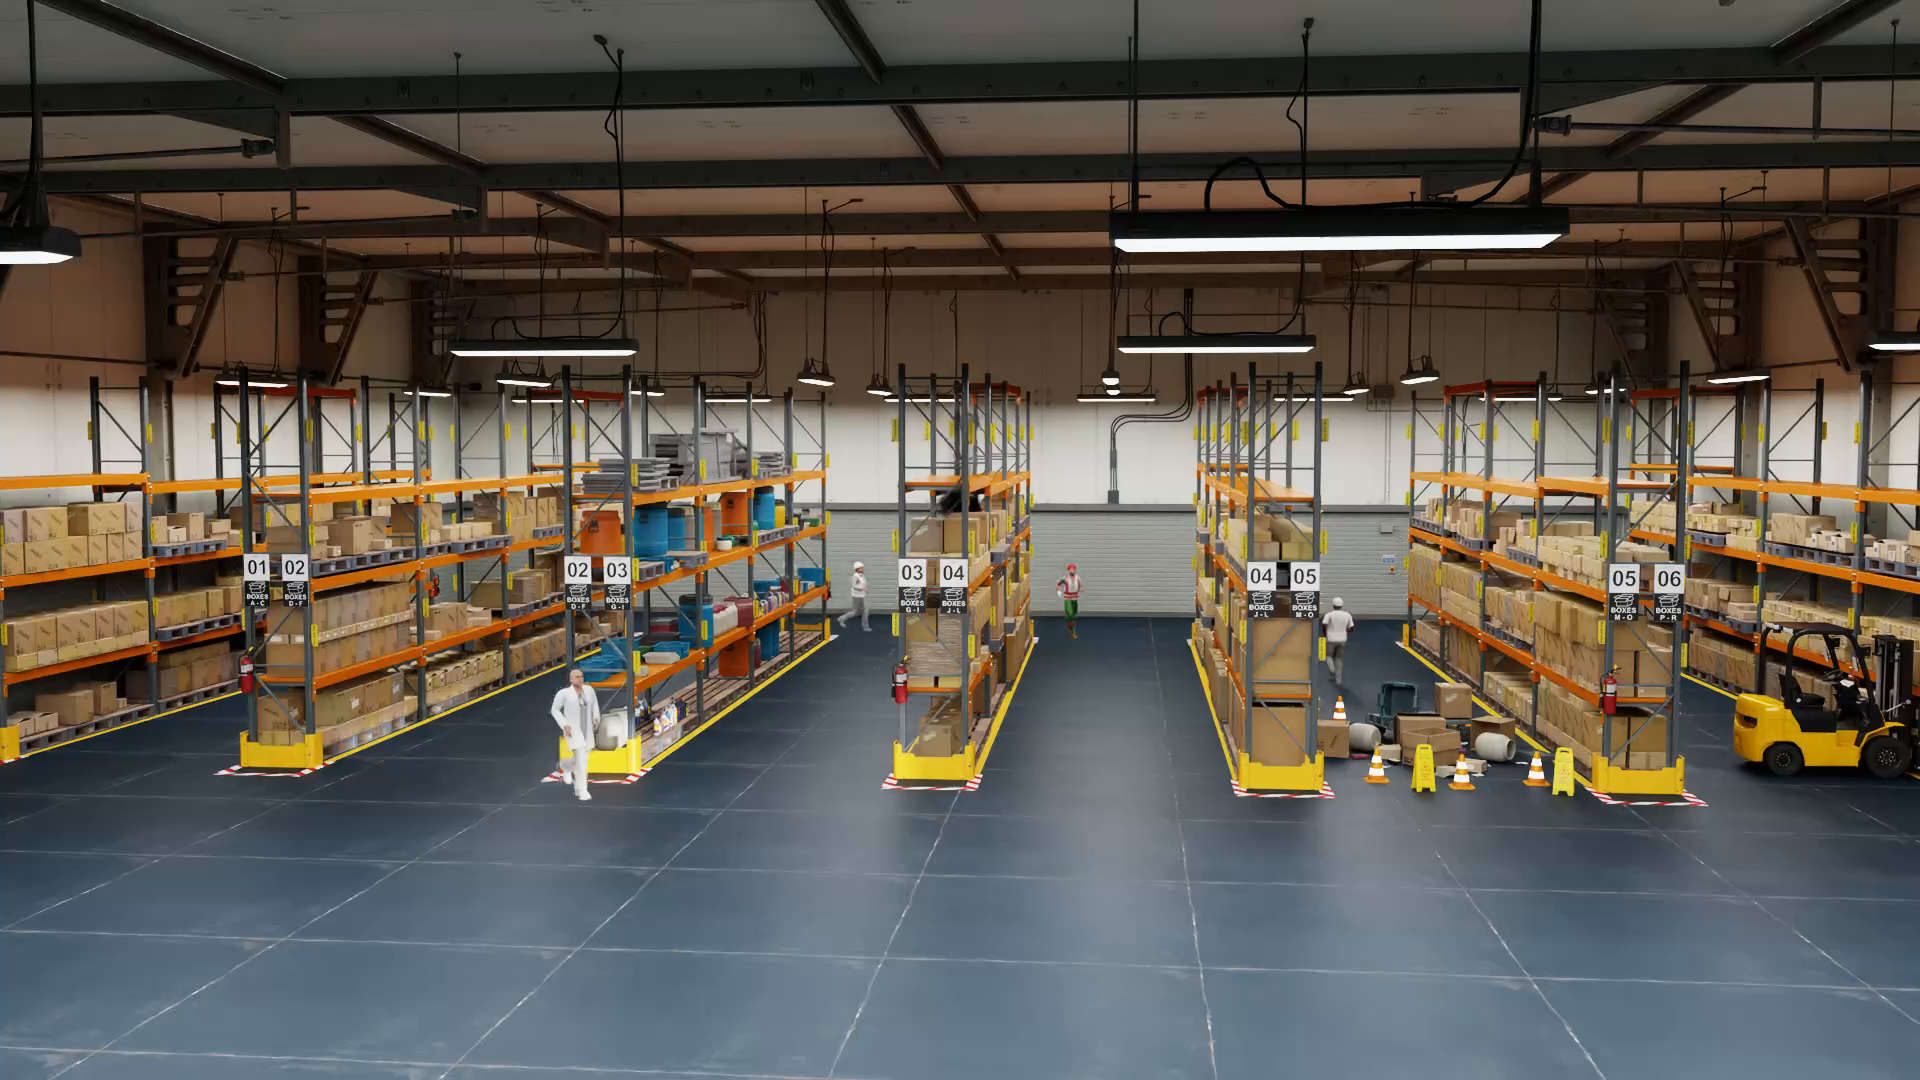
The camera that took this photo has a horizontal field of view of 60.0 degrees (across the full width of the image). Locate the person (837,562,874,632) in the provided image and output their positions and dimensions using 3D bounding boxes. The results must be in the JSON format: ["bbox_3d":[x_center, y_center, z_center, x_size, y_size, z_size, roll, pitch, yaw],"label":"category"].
[{"bbox_3d":[-2.607,1.439,41.950,0.912,1.778,0.670,1,4,16],"label":"person"}]

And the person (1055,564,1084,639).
[{"bbox_3d":[2.709,1.484,40.746,0.676,1.797,1.006,-1,4,-19],"label":"person"}]

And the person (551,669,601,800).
[{"bbox_3d":[-5.324,2.654,22.990,0.701,1.777,0.845,-3,5,-43],"label":"person"}]

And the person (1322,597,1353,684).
[{"bbox_3d":[7.497,1.995,33.268,0.687,1.721,0.586,0,4,-4],"label":"person"}]
